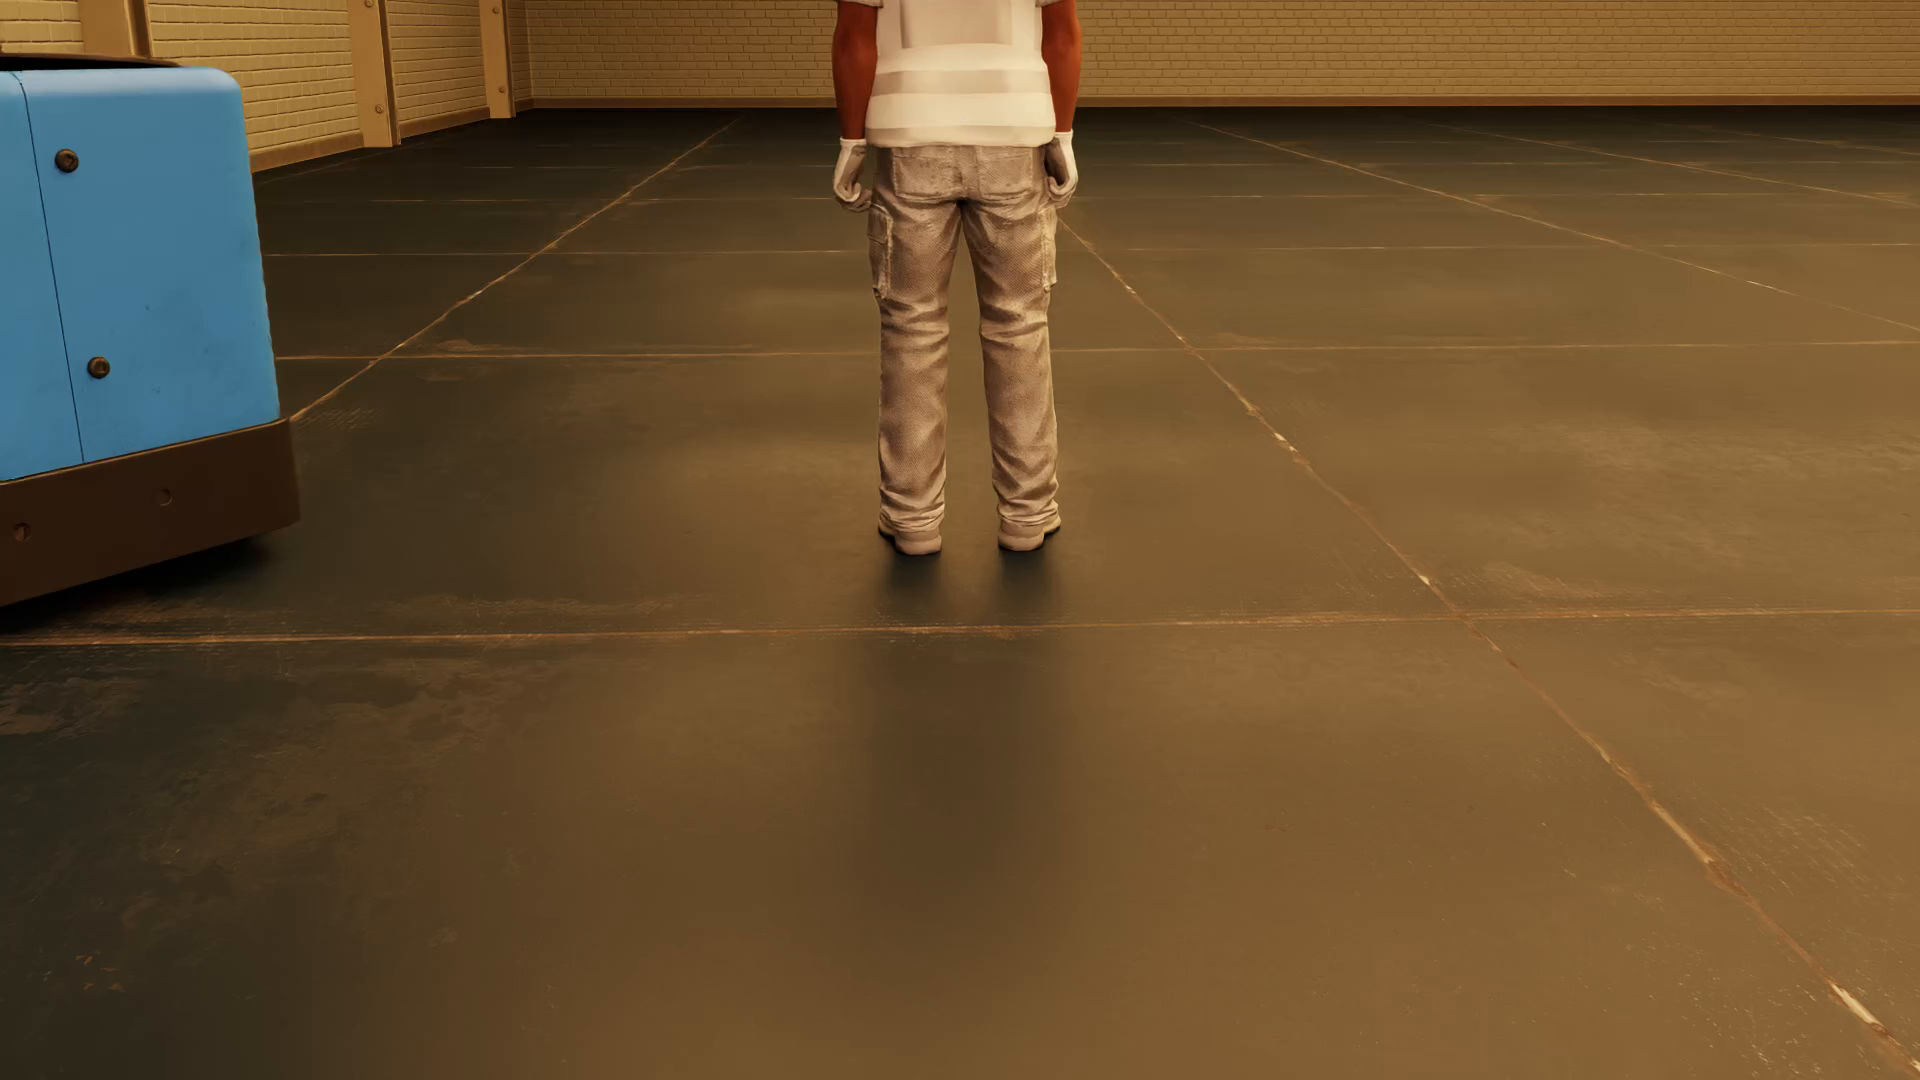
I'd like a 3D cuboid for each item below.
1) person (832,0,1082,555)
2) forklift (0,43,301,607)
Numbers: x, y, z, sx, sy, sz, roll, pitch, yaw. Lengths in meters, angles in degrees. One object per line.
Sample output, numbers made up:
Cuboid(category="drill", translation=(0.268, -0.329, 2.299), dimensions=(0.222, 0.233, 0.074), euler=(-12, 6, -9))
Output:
Cuboid(category="person", translation=(-0.011, -0.855, 3.661), dimensions=(0.542, 1.789, 0.382), euler=(-1, 17, -3))
Cuboid(category="forklift", translation=(-3.039, -1.489, 3.776), dimensions=(3.031, 2.935, 1.130), euler=(10, 20, 30))
